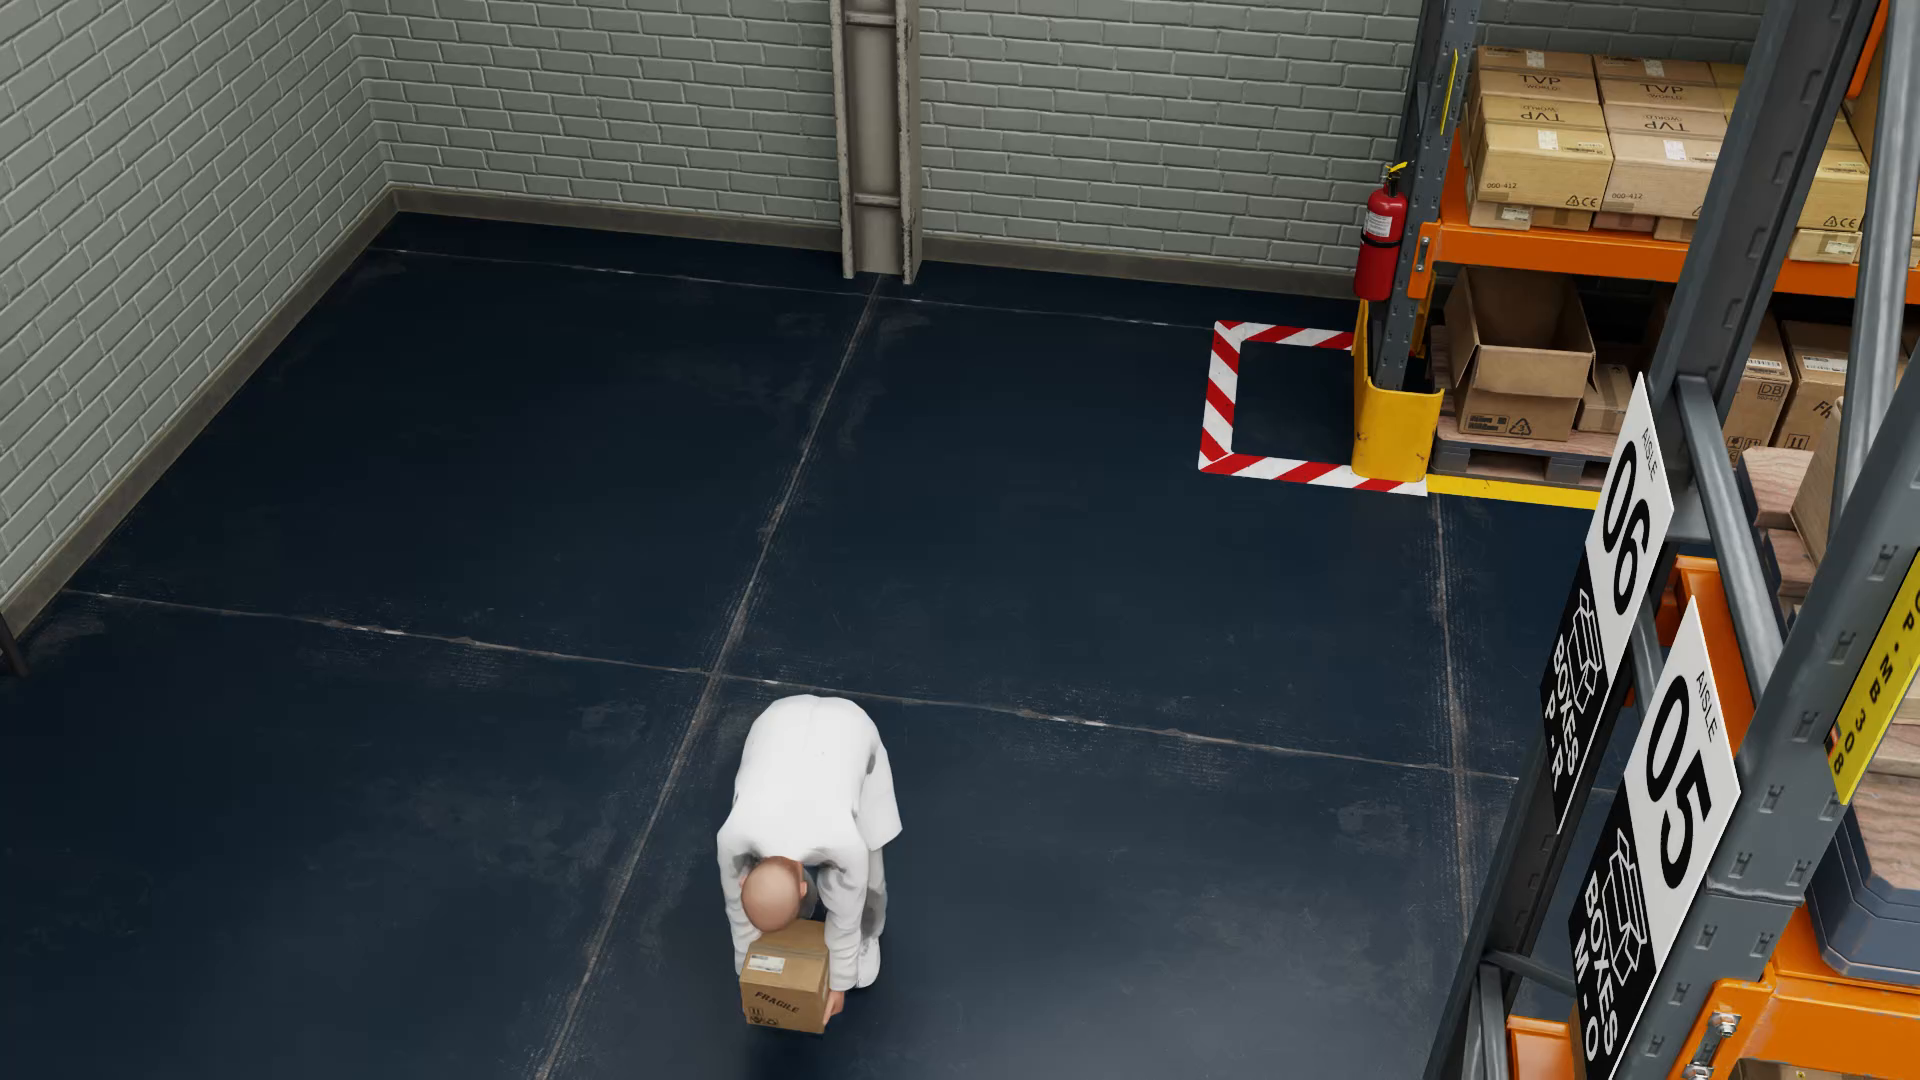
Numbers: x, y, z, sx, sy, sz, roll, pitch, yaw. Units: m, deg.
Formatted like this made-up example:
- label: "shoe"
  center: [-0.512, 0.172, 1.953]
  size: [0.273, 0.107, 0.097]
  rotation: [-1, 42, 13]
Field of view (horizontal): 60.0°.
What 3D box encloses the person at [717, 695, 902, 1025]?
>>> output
- label: "person"
  center: [-0.498, 1.120, 5.331]
  size: [0.568, 1.140, 0.948]
  rotation: [5, 40, 6]
